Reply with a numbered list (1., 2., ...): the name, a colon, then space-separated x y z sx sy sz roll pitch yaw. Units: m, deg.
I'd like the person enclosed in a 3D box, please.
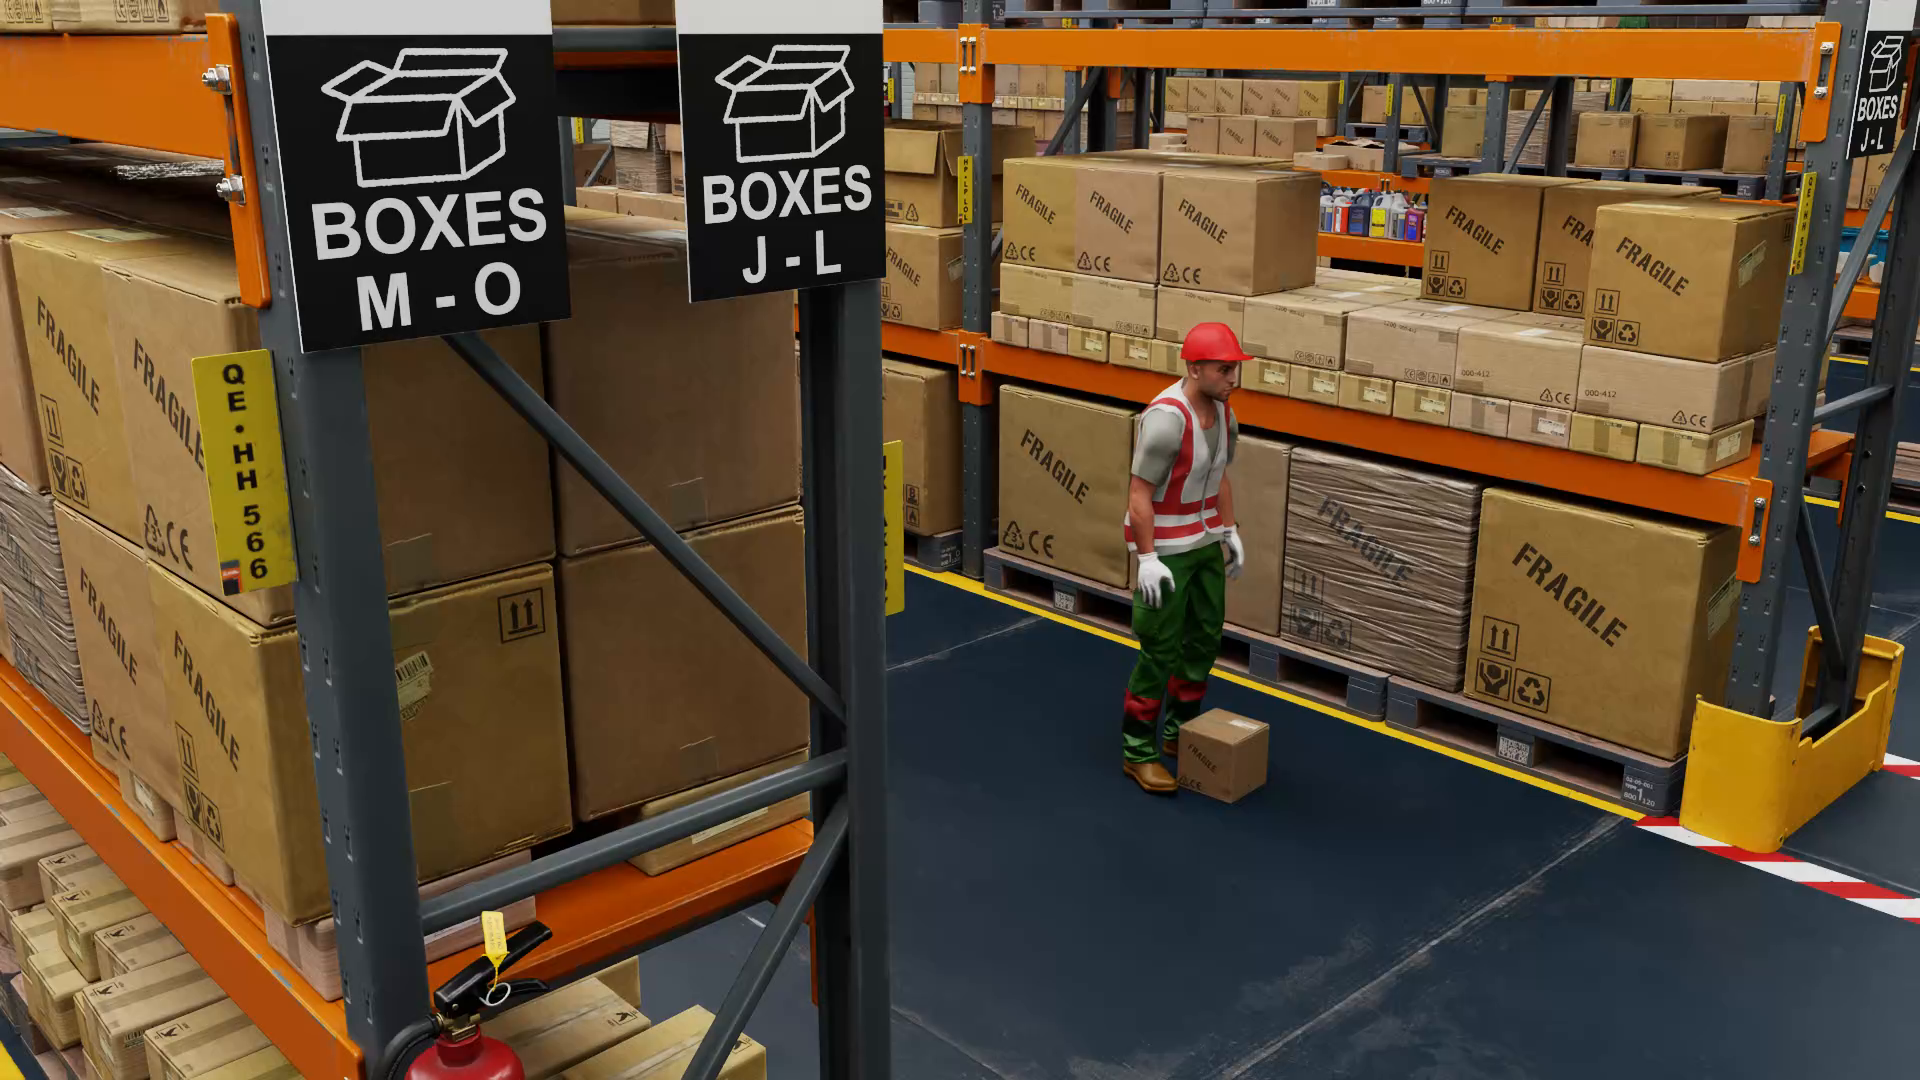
1. person: -0.530 -1.794 12.337 11.173 1.780 7.632 16 23 42
